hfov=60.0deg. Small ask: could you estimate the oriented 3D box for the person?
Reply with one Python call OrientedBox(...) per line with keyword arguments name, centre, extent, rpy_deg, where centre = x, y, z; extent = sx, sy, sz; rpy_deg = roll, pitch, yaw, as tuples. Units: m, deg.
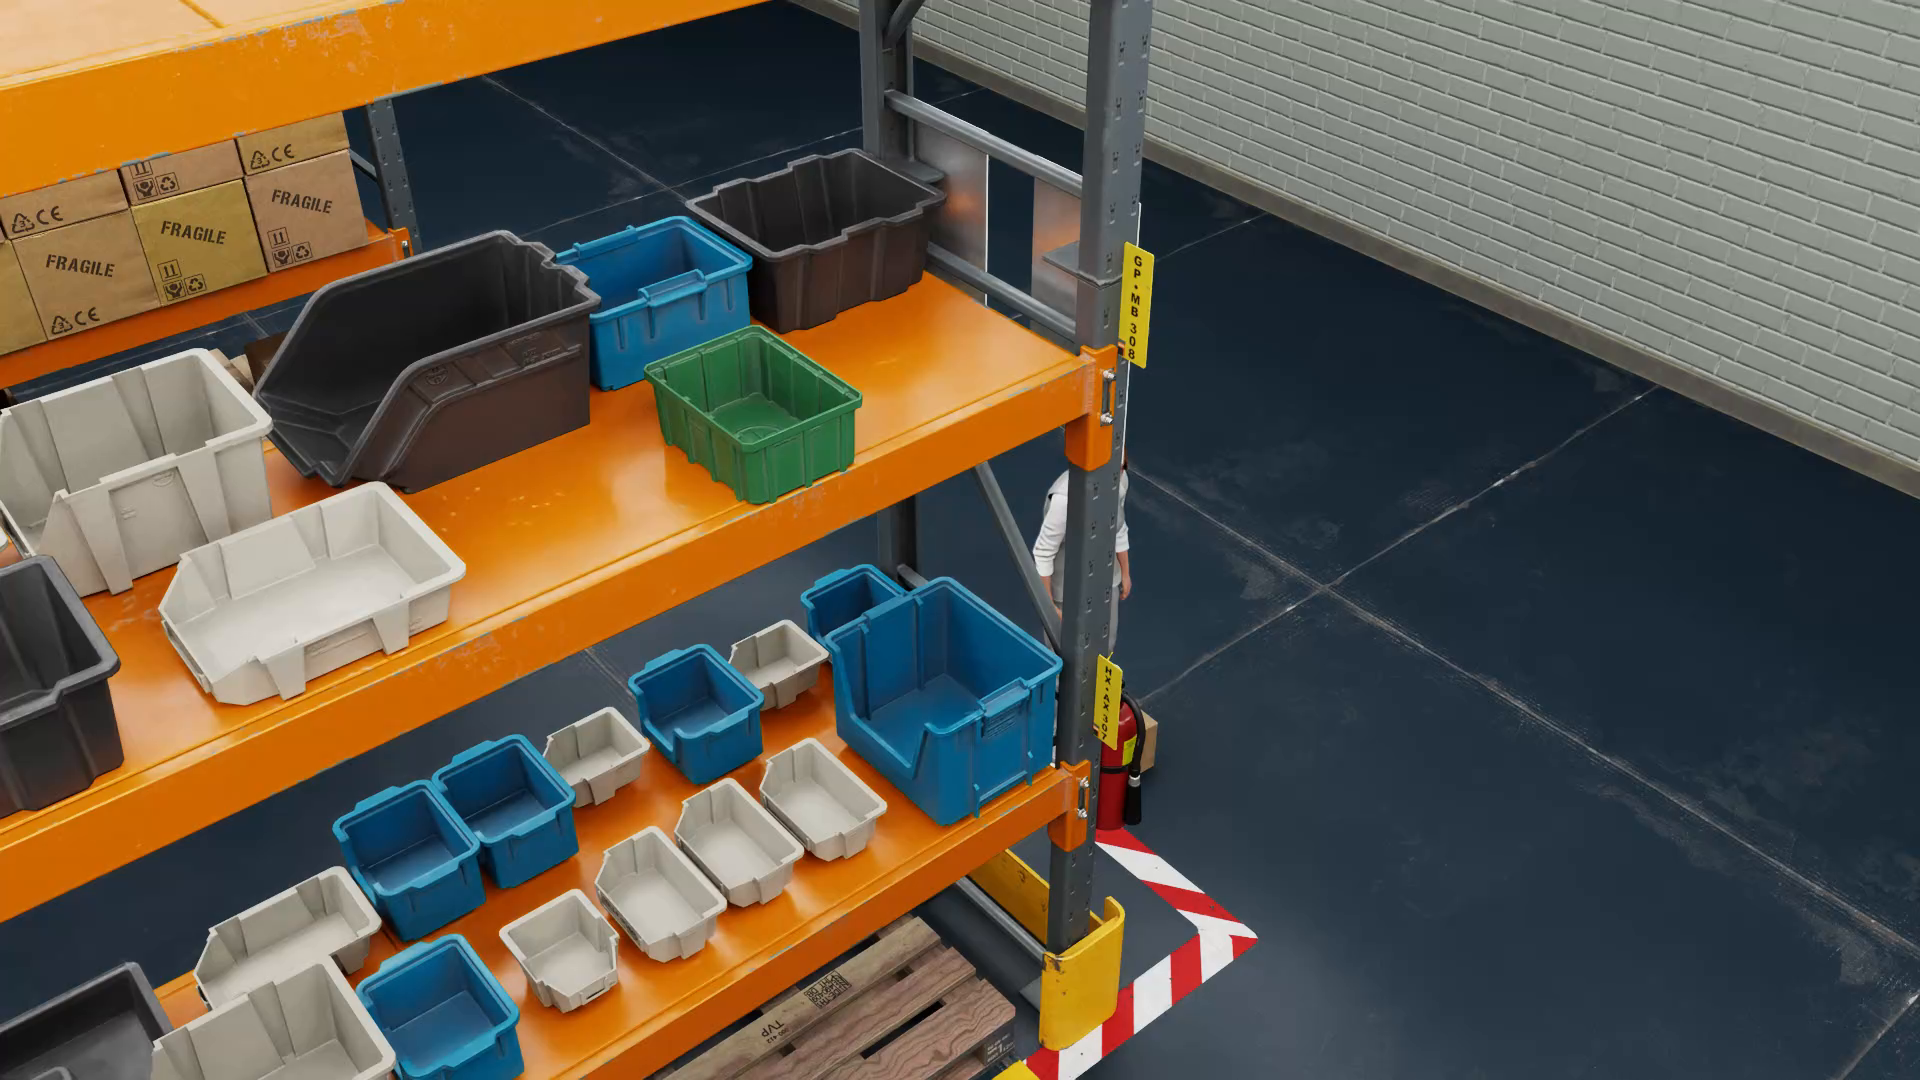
OrientedBox(name="person", centre=(0.507, 0.208, 6.802), extent=(0.453, 1.593, 0.314), rpy_deg=(-23, 42, -28))
